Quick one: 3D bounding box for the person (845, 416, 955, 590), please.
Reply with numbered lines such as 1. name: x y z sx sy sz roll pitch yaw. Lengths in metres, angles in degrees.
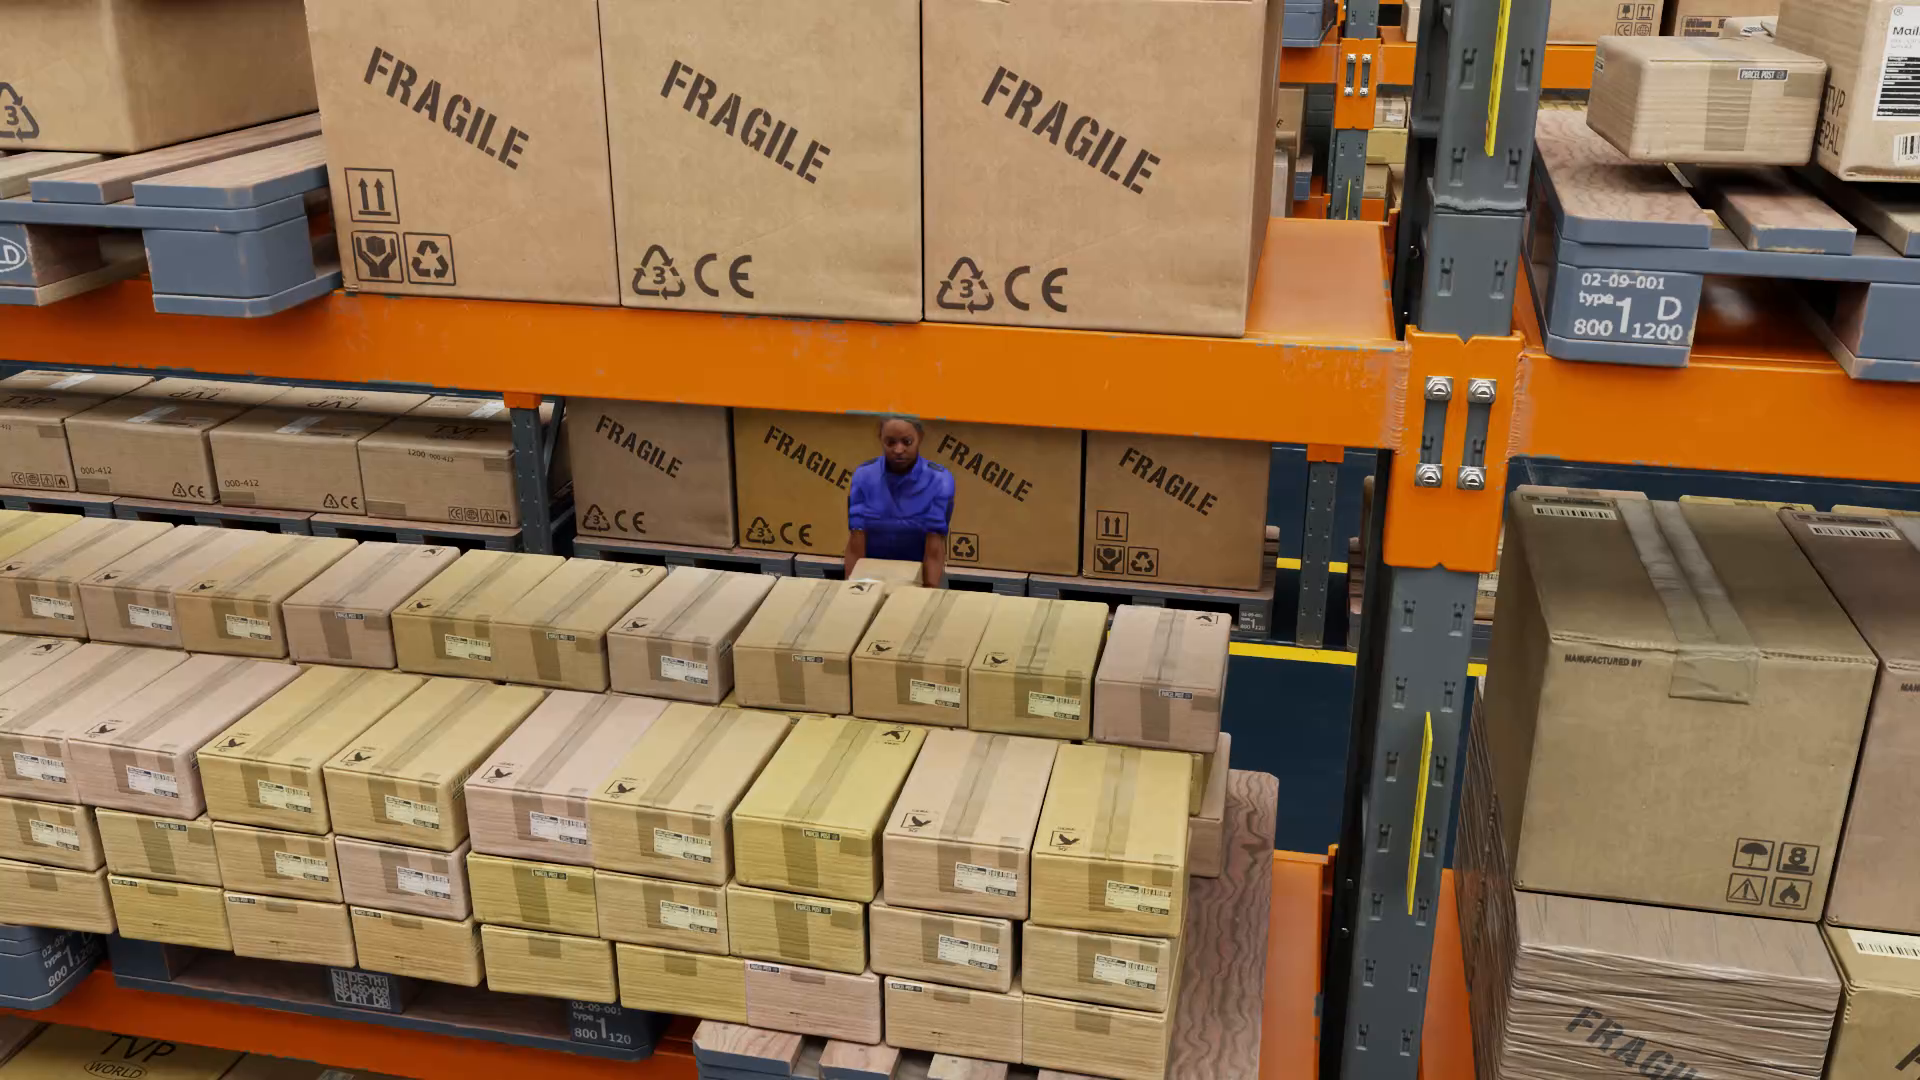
1. person: -0.234 0.268 6.441 0.412 1.652 0.522 4 22 10
